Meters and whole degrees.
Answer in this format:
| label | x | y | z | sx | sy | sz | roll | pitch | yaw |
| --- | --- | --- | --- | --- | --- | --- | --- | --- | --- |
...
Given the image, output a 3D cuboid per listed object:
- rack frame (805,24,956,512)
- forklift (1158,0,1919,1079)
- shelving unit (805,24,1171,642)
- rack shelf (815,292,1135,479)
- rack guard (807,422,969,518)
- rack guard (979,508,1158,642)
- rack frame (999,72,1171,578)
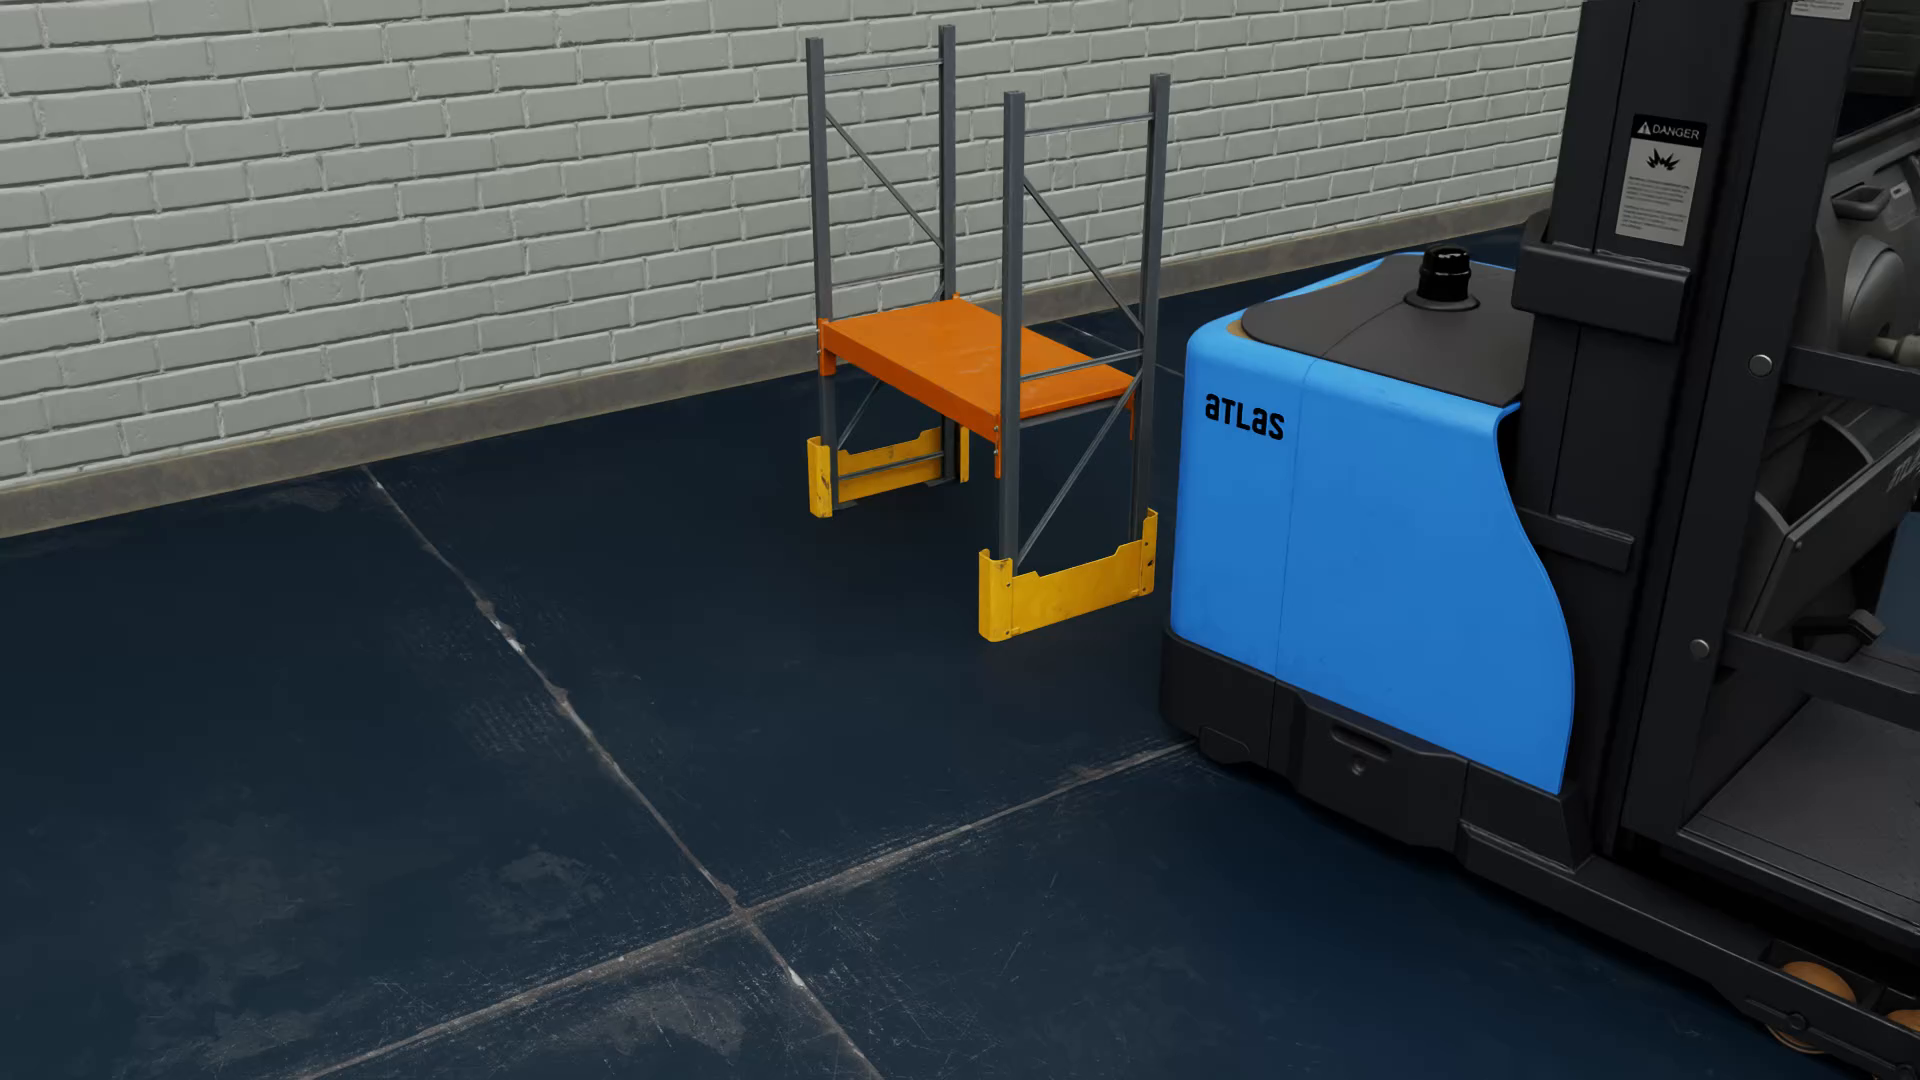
| label | x | y | z | sx | sy | sz | roll | pitch | yaw |
| --- | --- | --- | --- | --- | --- | --- | --- | --- | --- |
| rack frame | -0.231 | -0.830 | 5.250 | 0.500 | 1.500 | 0.032 | -16 | 29 | -30 |
| forklift | 1.905 | -0.541 | 2.963 | 3.031 | 2.935 | 1.130 | 23 | 33 | 39 |
| shelving unit | 0.042 | -0.651 | 4.872 | 0.587 | 1.500 | 1.083 | -16 | 29 | -30 |
| rack shelf | 0.047 | -0.485 | 4.942 | 0.538 | 0.185 | 1.000 | -16 | 29 | -30 |
| rack guard | -0.230 | -0.264 | 5.516 | 0.587 | 0.250 | 0.087 | -16 | 29 | -30 |
| rack guard | 0.313 | 0.092 | 4.762 | 0.587 | 0.250 | 0.087 | -16 | 29 | -30 |
| rack frame | 0.324 | -0.466 | 4.480 | 0.500 | 1.500 | 0.032 | -16 | 29 | -30 |
